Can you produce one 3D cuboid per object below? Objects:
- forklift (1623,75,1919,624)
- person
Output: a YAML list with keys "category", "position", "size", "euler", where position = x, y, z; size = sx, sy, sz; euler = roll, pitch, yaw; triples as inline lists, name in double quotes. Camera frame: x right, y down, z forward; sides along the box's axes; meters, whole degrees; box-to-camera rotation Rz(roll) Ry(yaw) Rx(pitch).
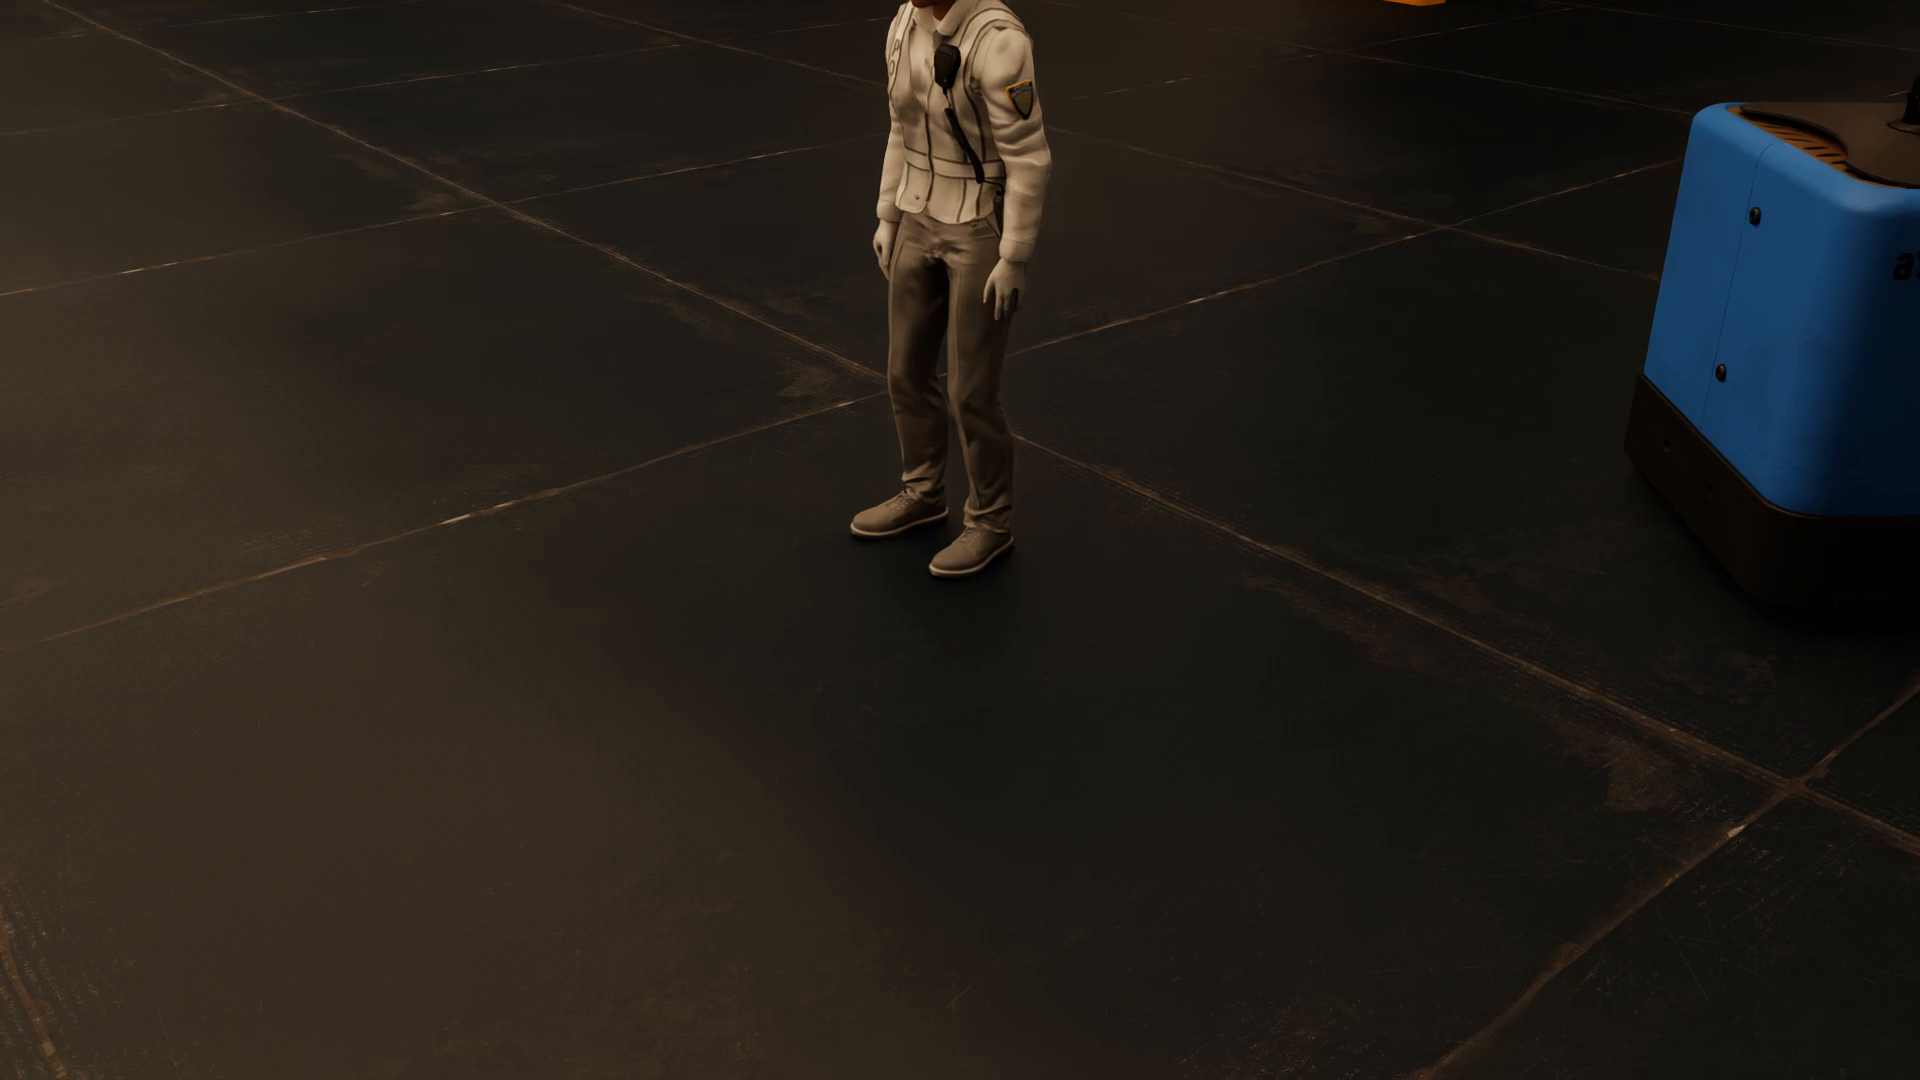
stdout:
- category: "forklift"
  position: [3.447, -1.304, 3.831]
  size: [3.031, 2.935, 1.130]
  euler: [0, 26, 1]
- category: "person"
  position: [-0.016, -0.732, 4.108]
  size: [0.372, 1.663, 0.529]
  euler: [-22, 34, -37]
